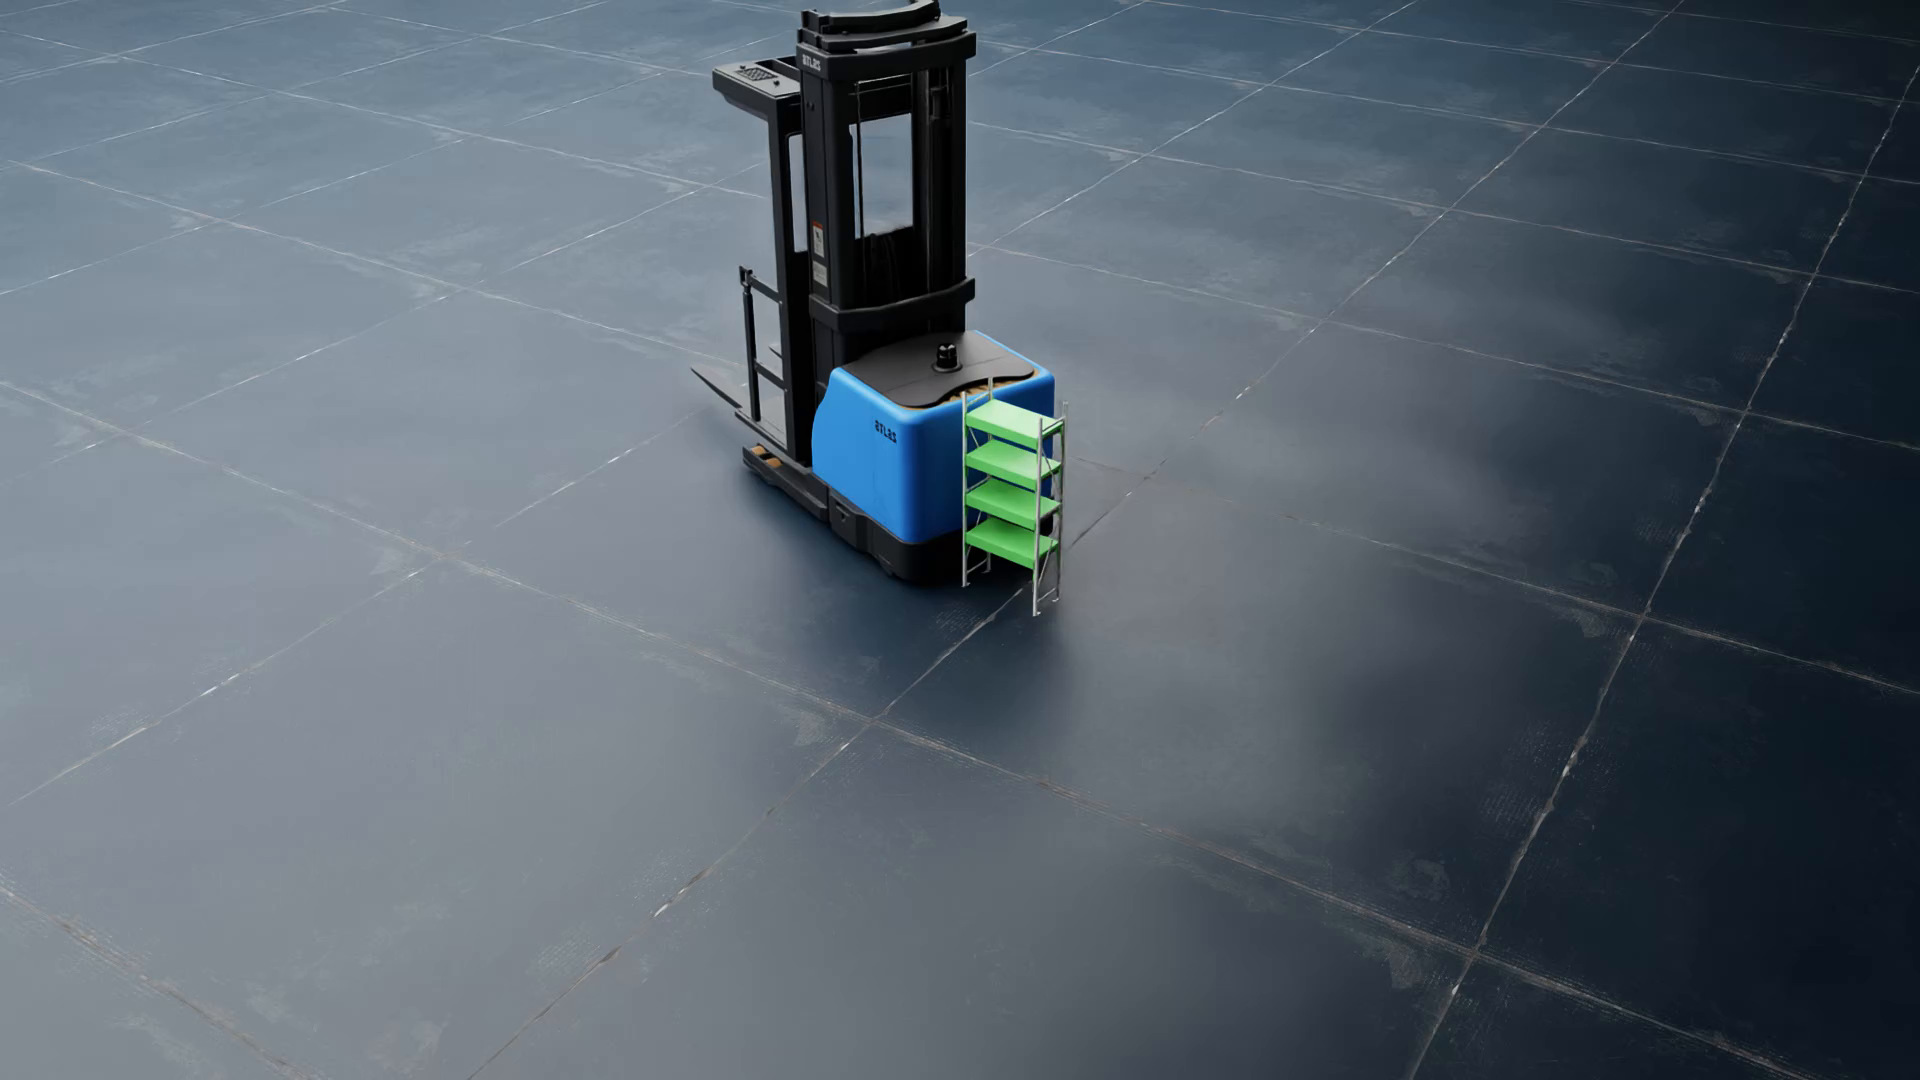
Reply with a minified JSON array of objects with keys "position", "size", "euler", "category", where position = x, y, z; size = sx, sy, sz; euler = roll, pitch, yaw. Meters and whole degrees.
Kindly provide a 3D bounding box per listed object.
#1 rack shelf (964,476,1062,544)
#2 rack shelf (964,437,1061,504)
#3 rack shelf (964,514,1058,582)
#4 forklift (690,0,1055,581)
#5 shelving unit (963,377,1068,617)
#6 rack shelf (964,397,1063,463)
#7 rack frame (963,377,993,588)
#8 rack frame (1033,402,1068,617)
[{"position":[0.286,-0.168,8.973],"size":[0.480,0.148,0.258],"euler":[22,37,32],"category":"rack shelf"},{"position":[0.286,-0.375,8.852],"size":[0.480,0.148,0.258],"euler":[22,37,32],"category":"rack shelf"},{"position":[0.286,0.040,9.094],"size":[0.480,0.148,0.258],"euler":[22,37,32],"category":"rack shelf"},{"position":[-0.707,-1.733,9.811],"size":[1.130,2.935,3.031],"euler":[-19,35,-29],"category":"forklift"},{"position":[0.286,-0.223,8.941],"size":[0.503,1.200,0.258],"euler":[22,37,32],"category":"shelving unit"},{"position":[0.286,-0.582,8.731],"size":[0.480,0.148,0.258],"euler":[22,37,32],"category":"rack shelf"},{"position":[0.095,-0.299,9.072],"size":[0.015,1.200,0.240],"euler":[22,37,32],"category":"rack frame"},{"position":[0.477,-0.146,8.810],"size":[0.015,1.200,0.240],"euler":[22,37,32],"category":"rack frame"}]
